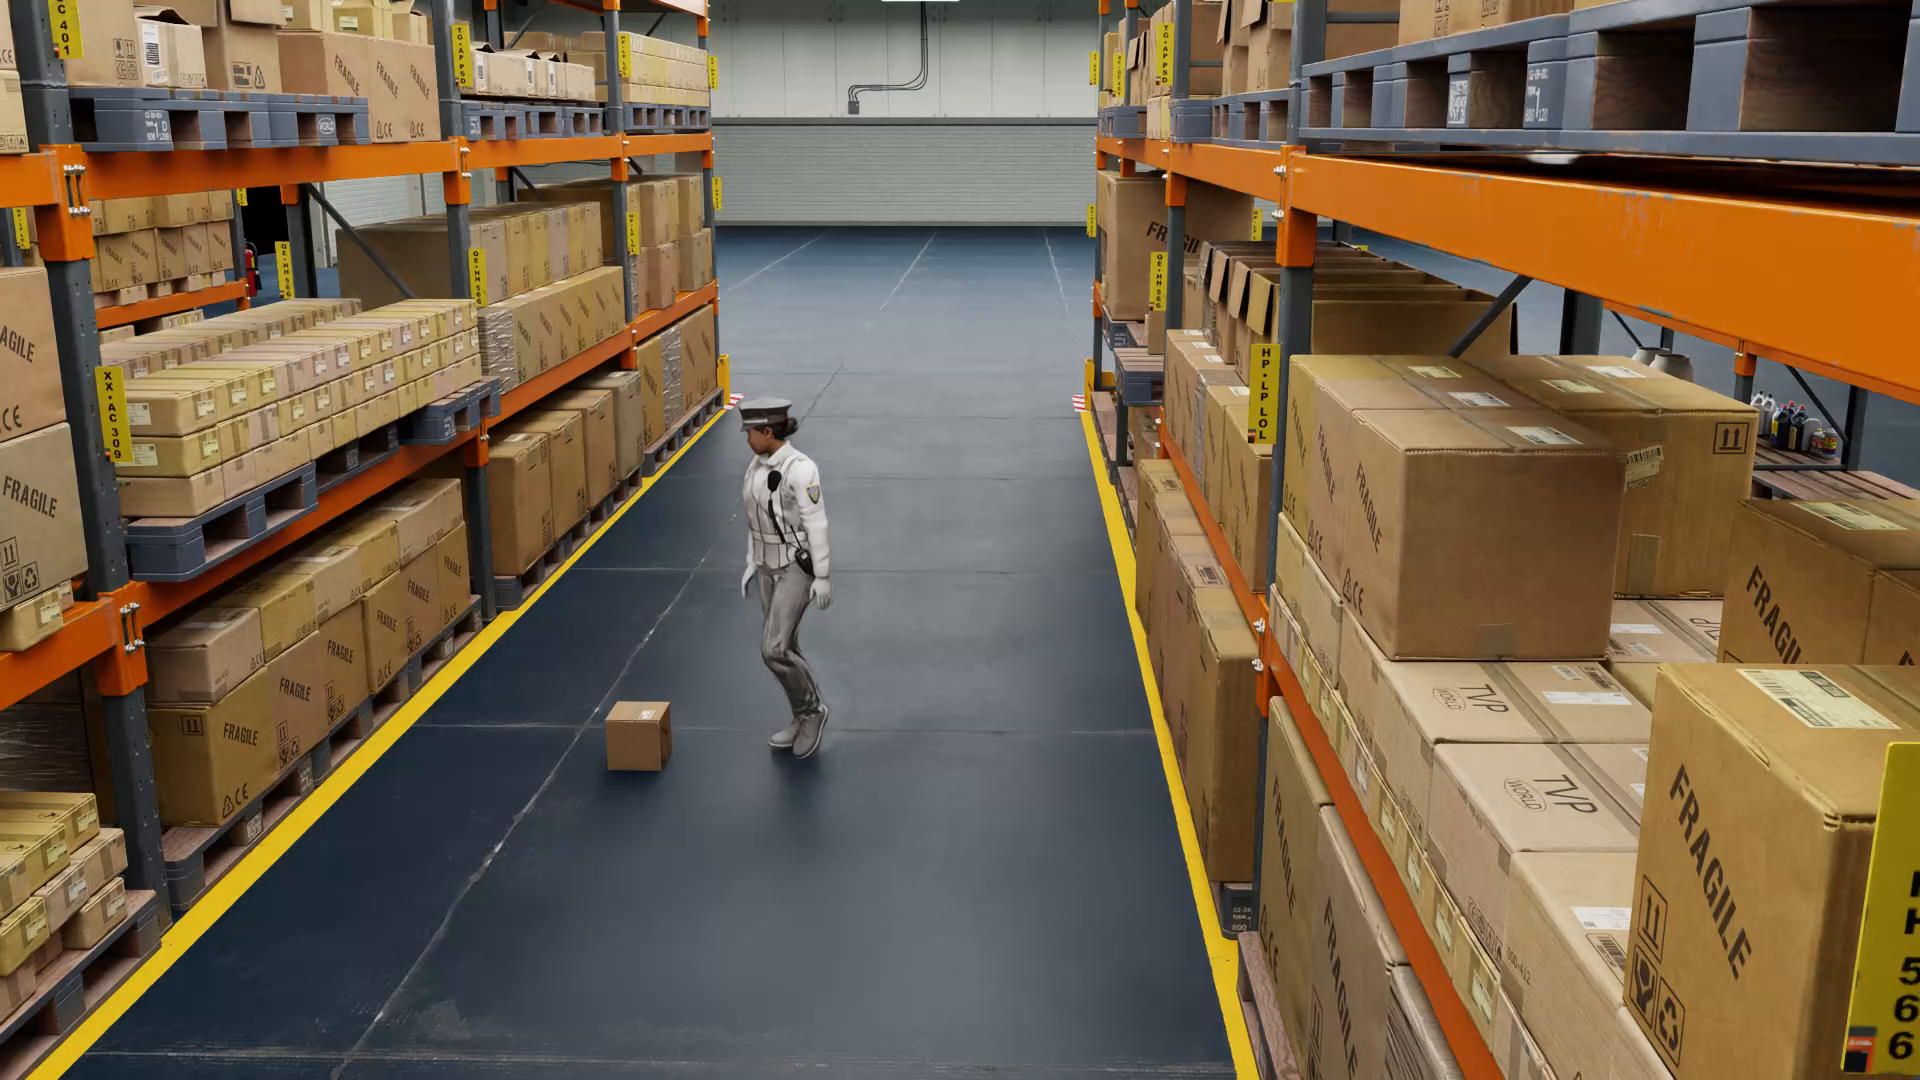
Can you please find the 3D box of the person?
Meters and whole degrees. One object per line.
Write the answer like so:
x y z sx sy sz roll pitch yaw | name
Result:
-0.842 0.179 7.760 0.404 1.695 0.540 -12 18 -39 | person
